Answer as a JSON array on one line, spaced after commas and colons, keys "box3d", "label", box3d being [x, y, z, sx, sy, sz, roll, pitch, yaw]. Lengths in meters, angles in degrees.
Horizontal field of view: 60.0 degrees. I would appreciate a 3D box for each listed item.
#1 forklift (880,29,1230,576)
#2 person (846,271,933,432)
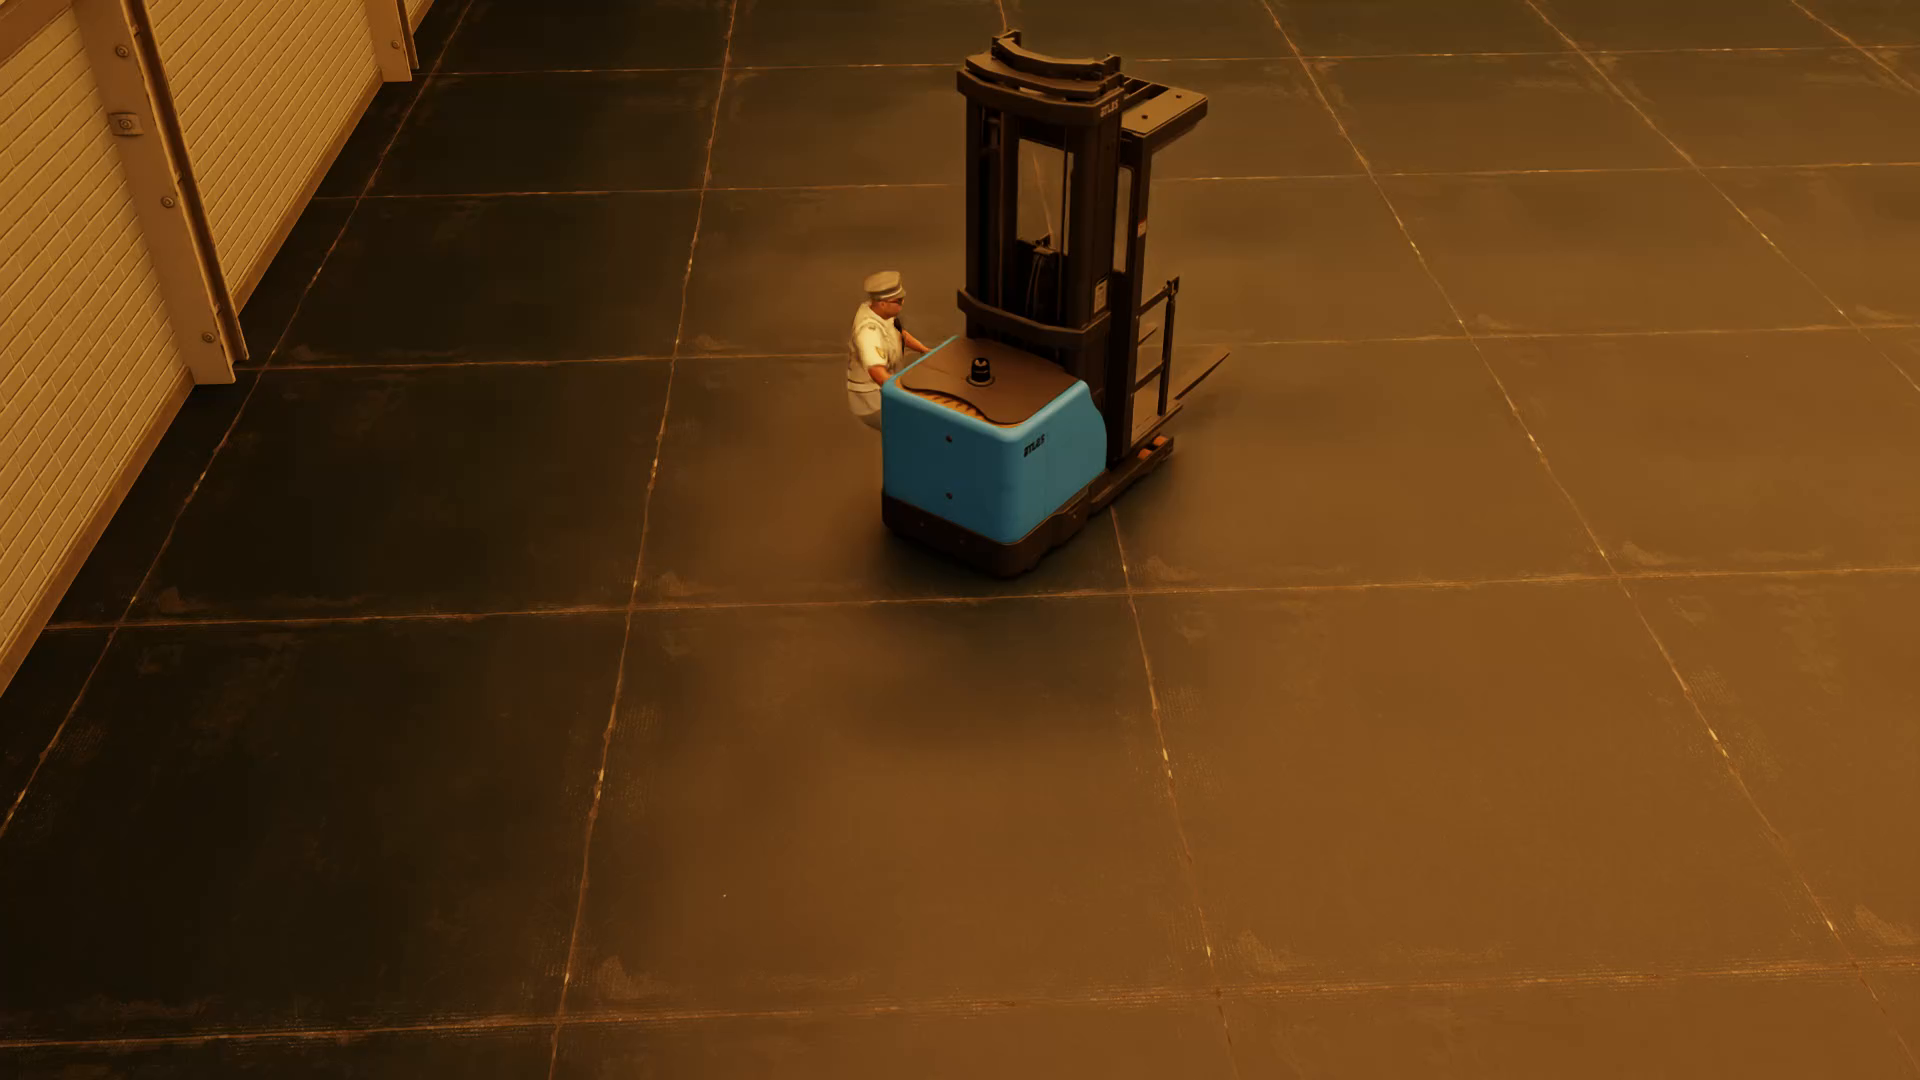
[{"box3d": [0.785, -1.780, 10.455, 1.130, 2.935, 3.031, 23, 42, 29], "label": "forklift"}, {"box3d": [-0.276, -0.970, 10.588, 0.887, 1.562, 0.819, -1, 36, -2], "label": "person"}]
